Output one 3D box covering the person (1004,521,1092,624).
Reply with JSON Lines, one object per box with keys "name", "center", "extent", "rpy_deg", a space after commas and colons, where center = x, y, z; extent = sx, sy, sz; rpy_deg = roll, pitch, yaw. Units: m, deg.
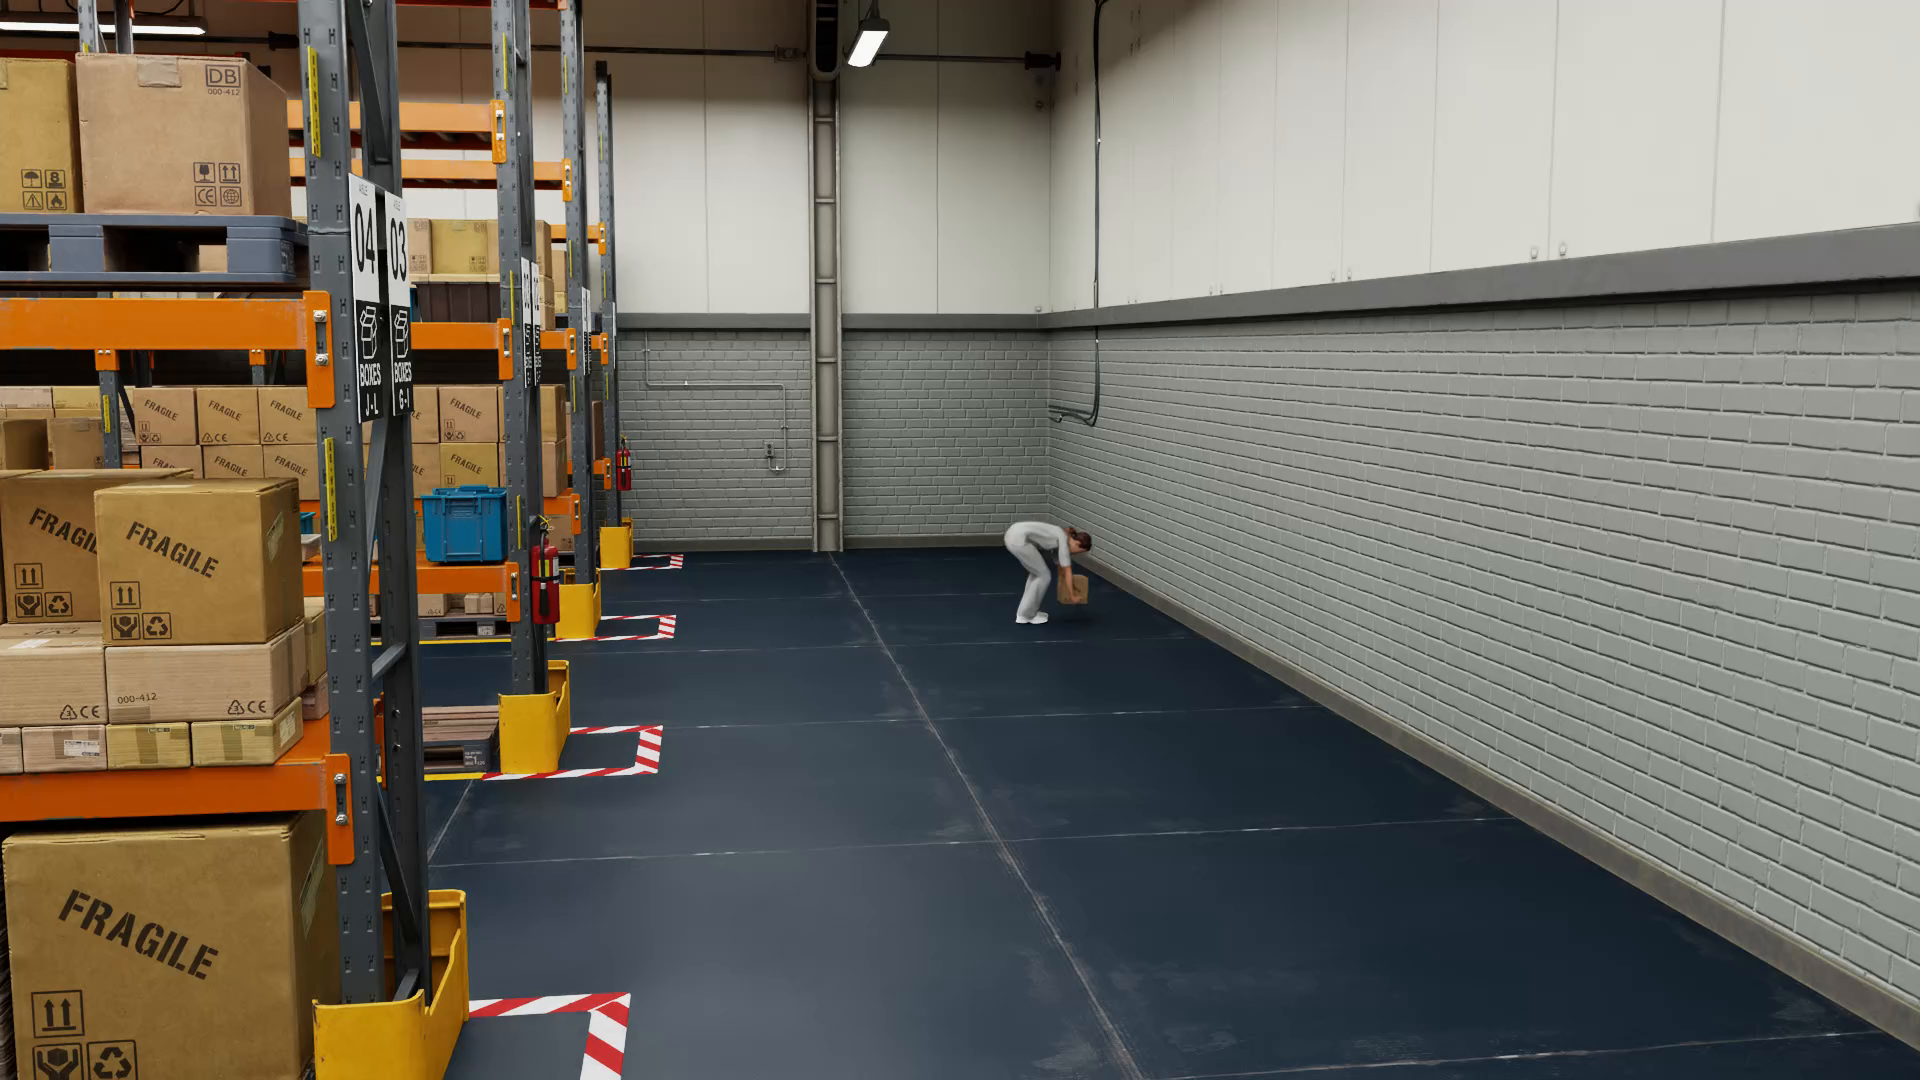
{"name": "person", "center": [0.861, 0.303, 16.183], "extent": [0.864, 0.986, 0.438], "rpy_deg": [-1, 7, -11]}
